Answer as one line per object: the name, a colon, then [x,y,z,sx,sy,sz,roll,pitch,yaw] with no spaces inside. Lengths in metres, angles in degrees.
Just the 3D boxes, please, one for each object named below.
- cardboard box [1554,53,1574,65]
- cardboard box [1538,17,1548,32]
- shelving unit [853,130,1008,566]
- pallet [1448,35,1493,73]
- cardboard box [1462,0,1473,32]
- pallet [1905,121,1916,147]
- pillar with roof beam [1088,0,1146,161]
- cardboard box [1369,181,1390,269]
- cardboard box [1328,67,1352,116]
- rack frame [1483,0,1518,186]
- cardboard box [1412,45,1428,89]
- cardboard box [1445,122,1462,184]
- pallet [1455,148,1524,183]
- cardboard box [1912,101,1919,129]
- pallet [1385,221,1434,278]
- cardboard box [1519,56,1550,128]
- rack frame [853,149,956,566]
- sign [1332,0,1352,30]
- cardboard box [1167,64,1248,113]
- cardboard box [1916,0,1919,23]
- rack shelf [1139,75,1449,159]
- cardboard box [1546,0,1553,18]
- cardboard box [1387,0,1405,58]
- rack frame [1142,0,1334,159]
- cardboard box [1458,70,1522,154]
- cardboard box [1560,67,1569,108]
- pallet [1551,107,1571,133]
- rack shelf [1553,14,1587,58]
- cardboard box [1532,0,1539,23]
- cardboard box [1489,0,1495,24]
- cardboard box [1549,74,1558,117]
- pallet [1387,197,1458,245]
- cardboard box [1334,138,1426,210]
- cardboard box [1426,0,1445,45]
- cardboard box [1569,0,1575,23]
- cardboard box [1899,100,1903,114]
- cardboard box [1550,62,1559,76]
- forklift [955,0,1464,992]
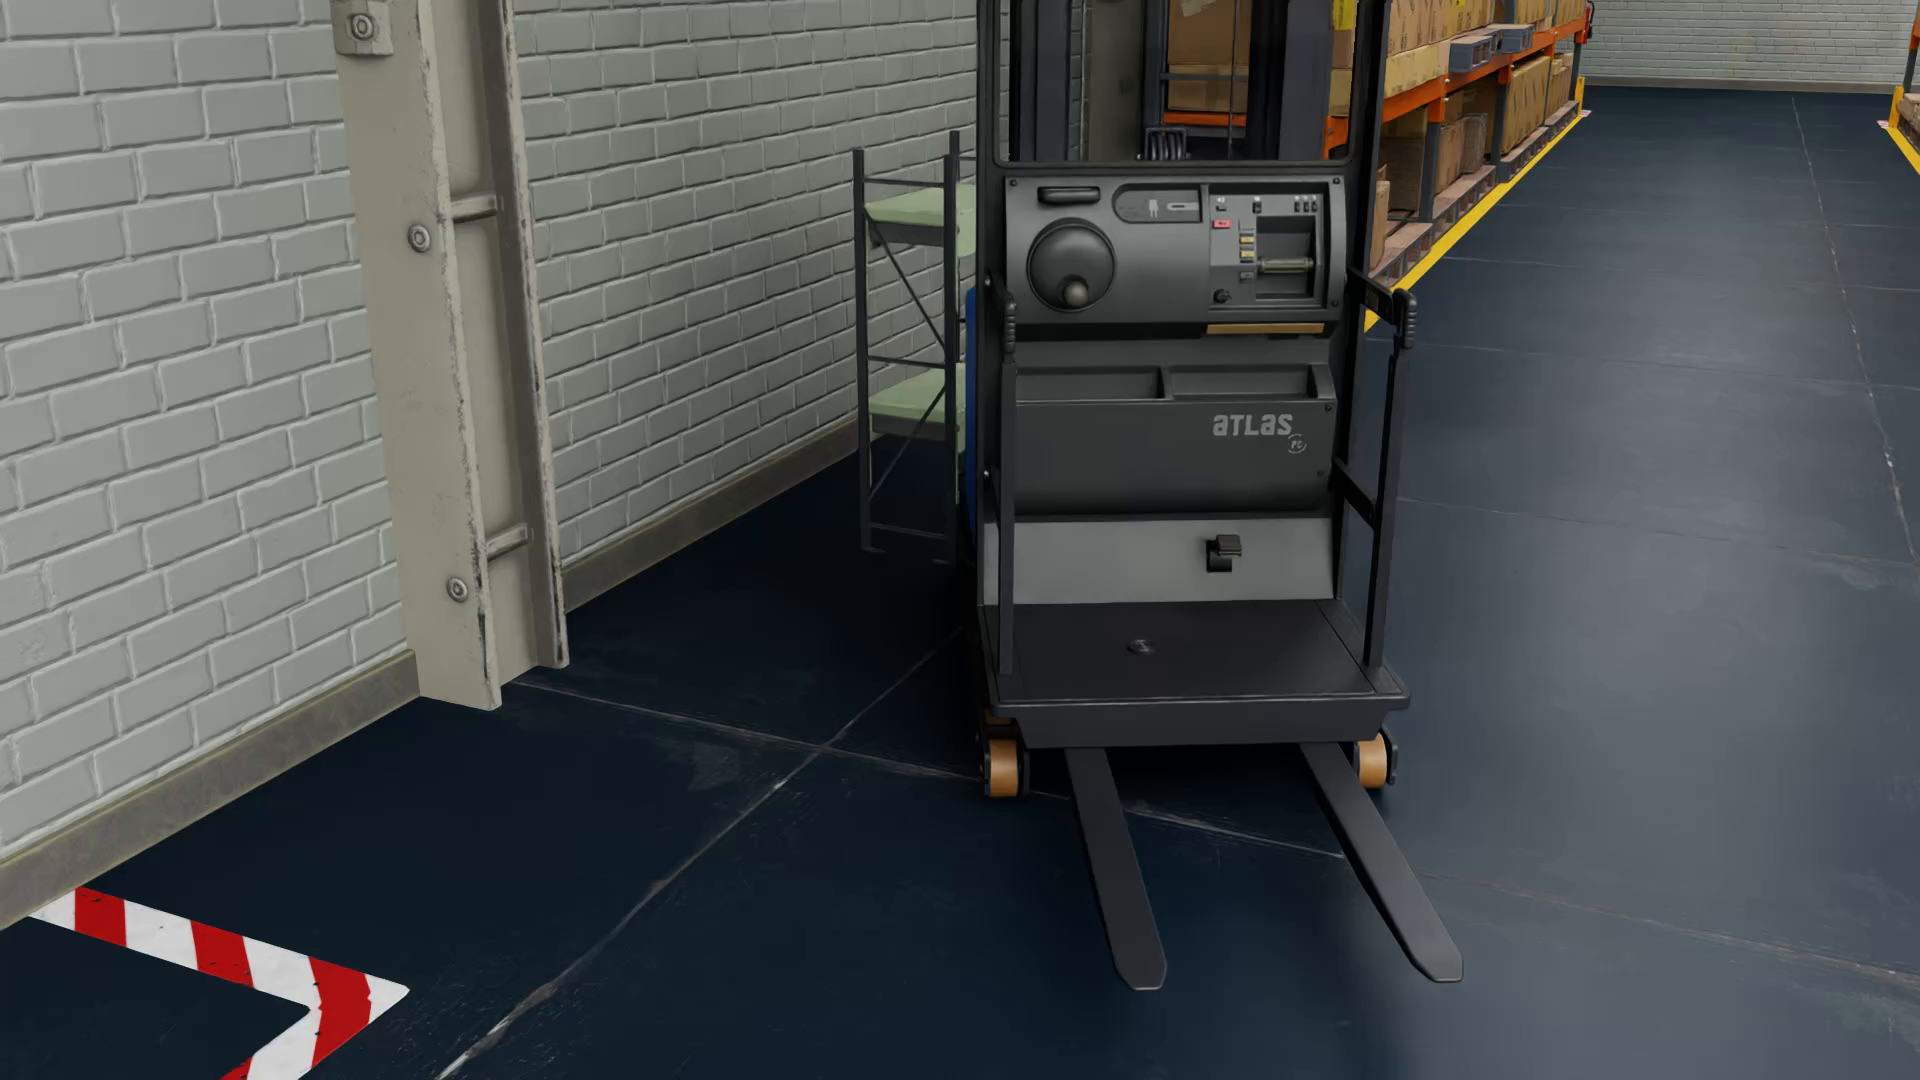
cardboard box: [7.956,-6.405,22.138,0.380,0.149,0.250,8,21,22]
cardboard box: [6.236,-5.655,18.239,0.380,0.149,0.250,9,21,23]
shelving unit: [-0.027,-0.751,6.342,0.431,1.500,0.755,10,22,26]
pallet: [3.569,-3.826,13.038,1.003,0.211,1.213,9,21,23]
cardboard box: [3.840,-4.484,13.794,0.700,0.500,0.500,12,23,30]
pallet: [11.701,-4.740,19.483,1.003,0.211,1.213,9,21,23]
pillar with roof beam: [4.911,-5.049,7.236,9.100,9.000,0.400,9,21,23]
cardboard box: [2.431,-2.101,10.973,0.700,0.500,0.500,7,21,19]
cardboard box: [1.975,-2.525,9.285,0.500,0.250,0.500,8,21,21]
rack frame: [4.762,-4.926,15.843,1.000,3.000,0.127,9,21,23]
cardboard box: [2.803,-3.148,11.039,0.500,0.250,0.500,8,21,22]
cardboard box: [4.020,-3.431,14.713,0.700,0.500,0.500,8,21,22]
pallet: [5.153,-3.843,16.959,1.003,0.211,1.213,9,21,23]
cardboard box: [11.202,-4.853,18.994,0.500,0.311,0.500,9,21,23]
pallet: [2.881,-2.179,12.281,1.003,0.211,1.213,9,21,23]
cardboard box: [6.252,-5.117,18.962,0.750,0.750,0.750,9,21,23]
rack frame: [-0.197,-0.642,6.037,0.400,1.500,0.023,10,22,26]
sign: [1.981,-2.814,8.612,0.100,0.325,0.005,9,21,23]
cardboard box: [1.500,-2.589,9.465,0.500,0.250,0.500,9,21,23]
cardboard box: [12.136,-6.640,20.515,0.500,0.500,0.500,9,21,24]
rack shelf: [2.305,-2.753,10.806,1.077,0.370,4.000,9,21,23]
cardboard box: [6.241,-6.012,18.275,0.500,0.500,0.500,9,21,23]
cardboard box: [2.384,-3.184,10.020,0.500,0.500,0.500,8,21,21]
rack frame: [1.486,-2.480,8.966,1.000,3.000,0.127,9,21,23]
cardboard box: [5.182,-4.318,16.714,0.750,0.750,0.750,8,21,22]
cardboard box: [7.637,-6.011,21.998,0.700,0.500,0.500,8,21,23]
pallet: [7.281,-5.431,21.424,1.003,0.211,1.213,9,21,23]
rack shelf: [7.219,-6.421,21.121,1.077,0.370,4.000,9,21,23]
cardboard box: [5.621,-5.546,16.965,0.500,0.500,0.500,8,21,22]
cardboard box: [4.578,-5.035,15.345,0.700,0.500,0.500,6,20,16]
cardboard box: [7.008,-5.536,20.664,0.700,0.500,0.500,8,21,22]
pallet: [3.441,-2.627,13.542,1.003,0.211,1.213,9,21,23]
cardboard box: [3.410,-2.960,13.389,0.700,0.500,0.500,9,22,25]
cardboard box: [3.013,-3.655,11.344,0.500,0.500,0.500,8,21,22]
cardboard box: [7.229,-6.900,20.946,0.980,0.700,0.700,7,21,20]
cardboard box: [11.971,-5.408,20.770,0.380,0.166,0.250,9,21,23]
cardboard box: [7.106,-5.769,20.348,0.380,0.149,0.250,9,22,25]
forklift: [0.599,-0.792,4.321,1.130,2.935,3.031,-1,20,-3]
